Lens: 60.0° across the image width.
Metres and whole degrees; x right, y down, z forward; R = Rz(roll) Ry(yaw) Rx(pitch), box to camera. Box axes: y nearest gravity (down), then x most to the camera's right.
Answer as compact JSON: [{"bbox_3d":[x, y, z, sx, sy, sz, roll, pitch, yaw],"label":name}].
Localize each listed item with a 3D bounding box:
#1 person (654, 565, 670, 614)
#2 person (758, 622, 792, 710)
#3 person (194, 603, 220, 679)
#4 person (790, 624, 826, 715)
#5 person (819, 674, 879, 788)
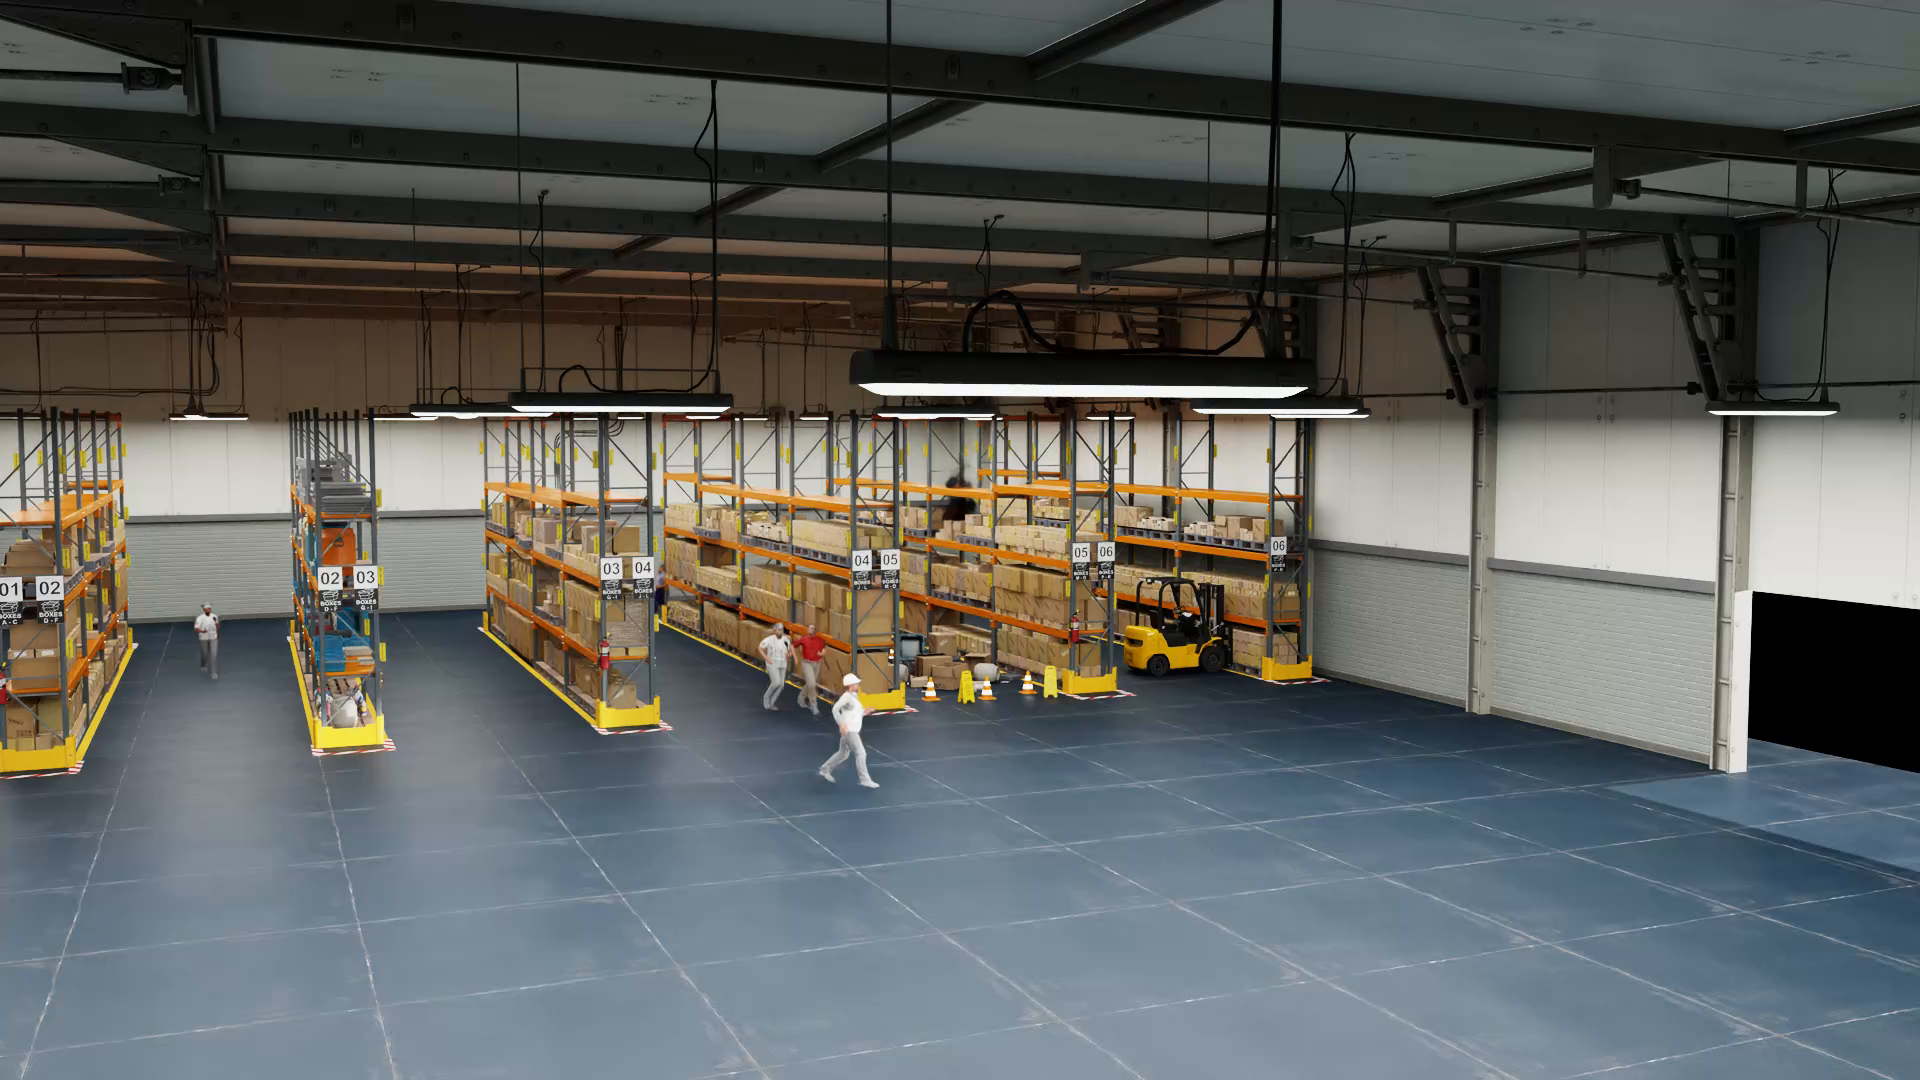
[{"bbox_3d":[-8.707,1.530,48.706,0.805,1.638,0.644,-3,5,-34],"label":"person"},{"bbox_3d":[-3.635,2.526,33.327,0.672,1.762,0.567,-3,5,-38],"label":"person"},{"bbox_3d":[-16.892,2.244,37.364,0.579,1.698,0.924,-3,5,-36],"label":"person"},{"bbox_3d":[-2.967,2.564,33.055,0.841,1.799,0.714,4,6,45],"label":"person"},{"bbox_3d":[-1.744,2.983,26.032,0.953,1.779,0.645,0,4,0],"label":"person"}]
